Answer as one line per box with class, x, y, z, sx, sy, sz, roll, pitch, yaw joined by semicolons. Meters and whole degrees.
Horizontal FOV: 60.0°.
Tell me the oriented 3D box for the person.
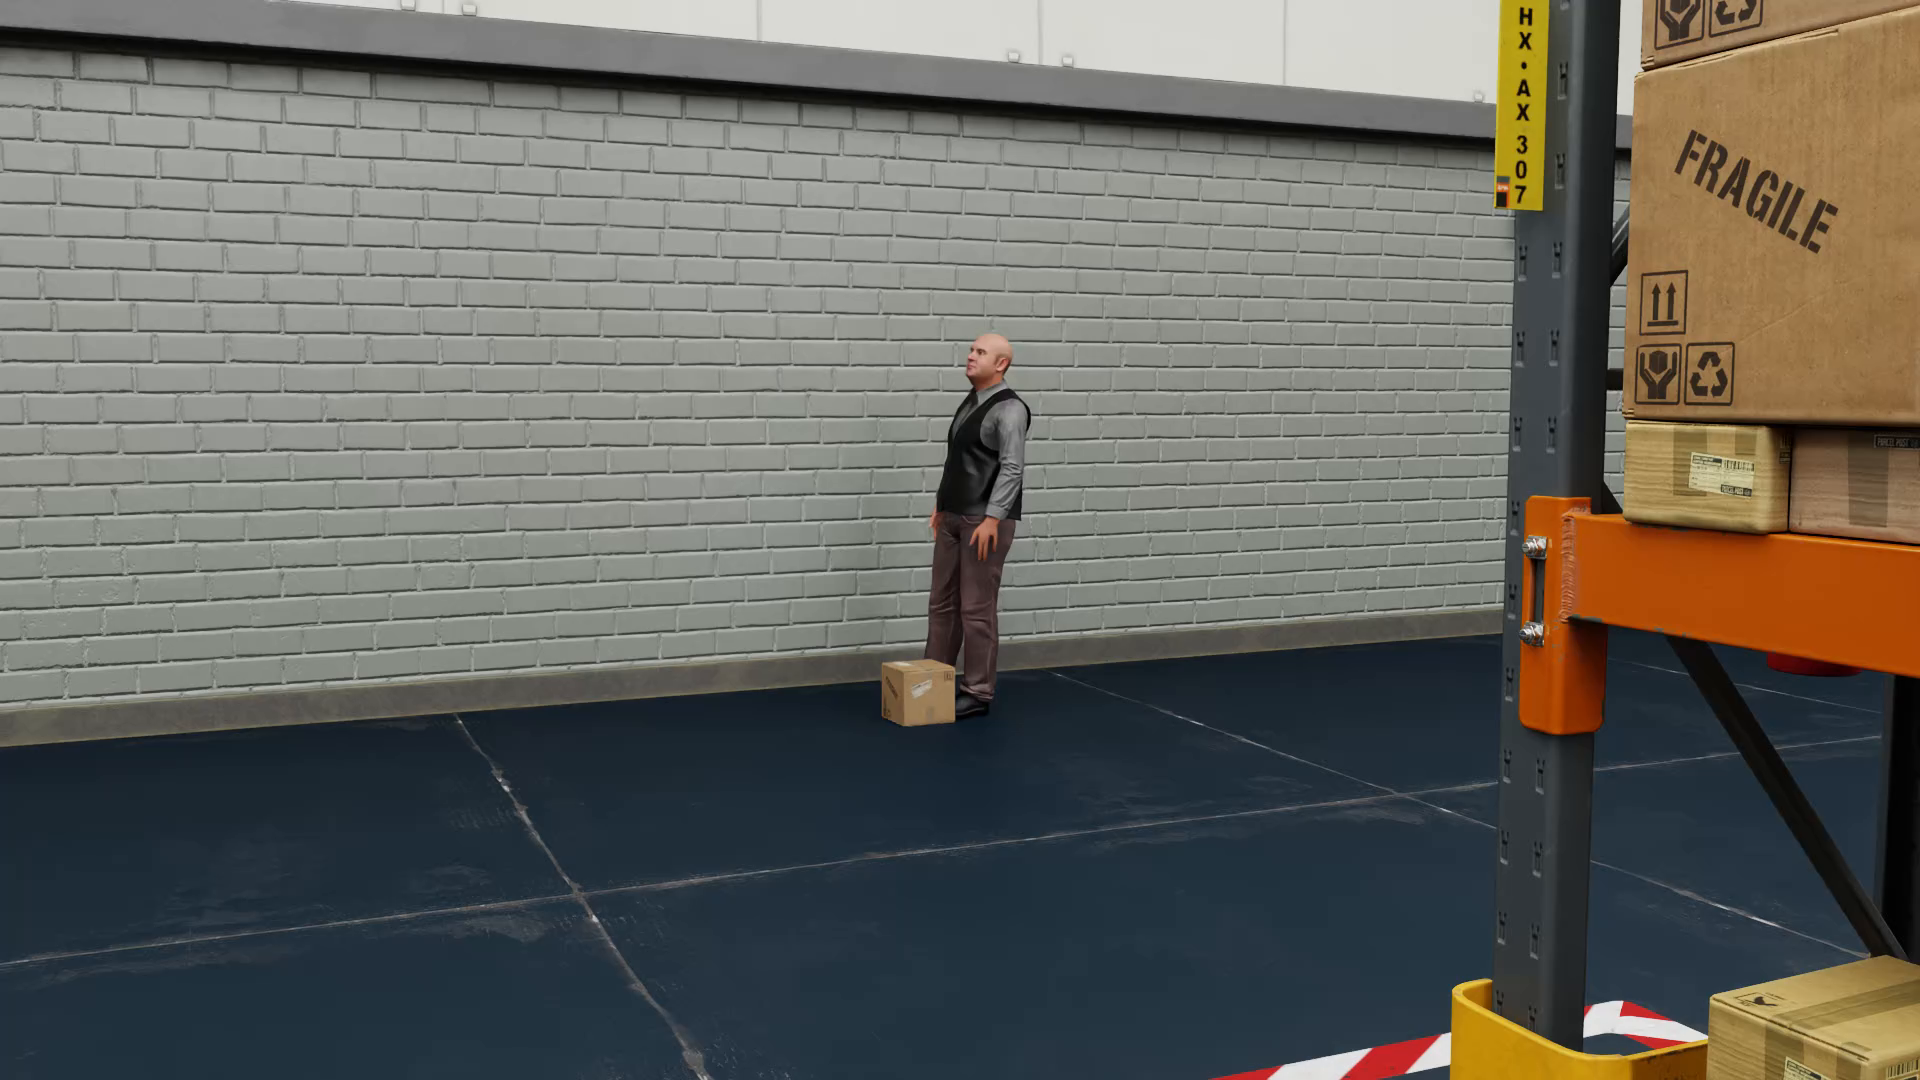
person;0.000;-0.067;7.510;0.552;1.721;0.626;-2;6;-24
